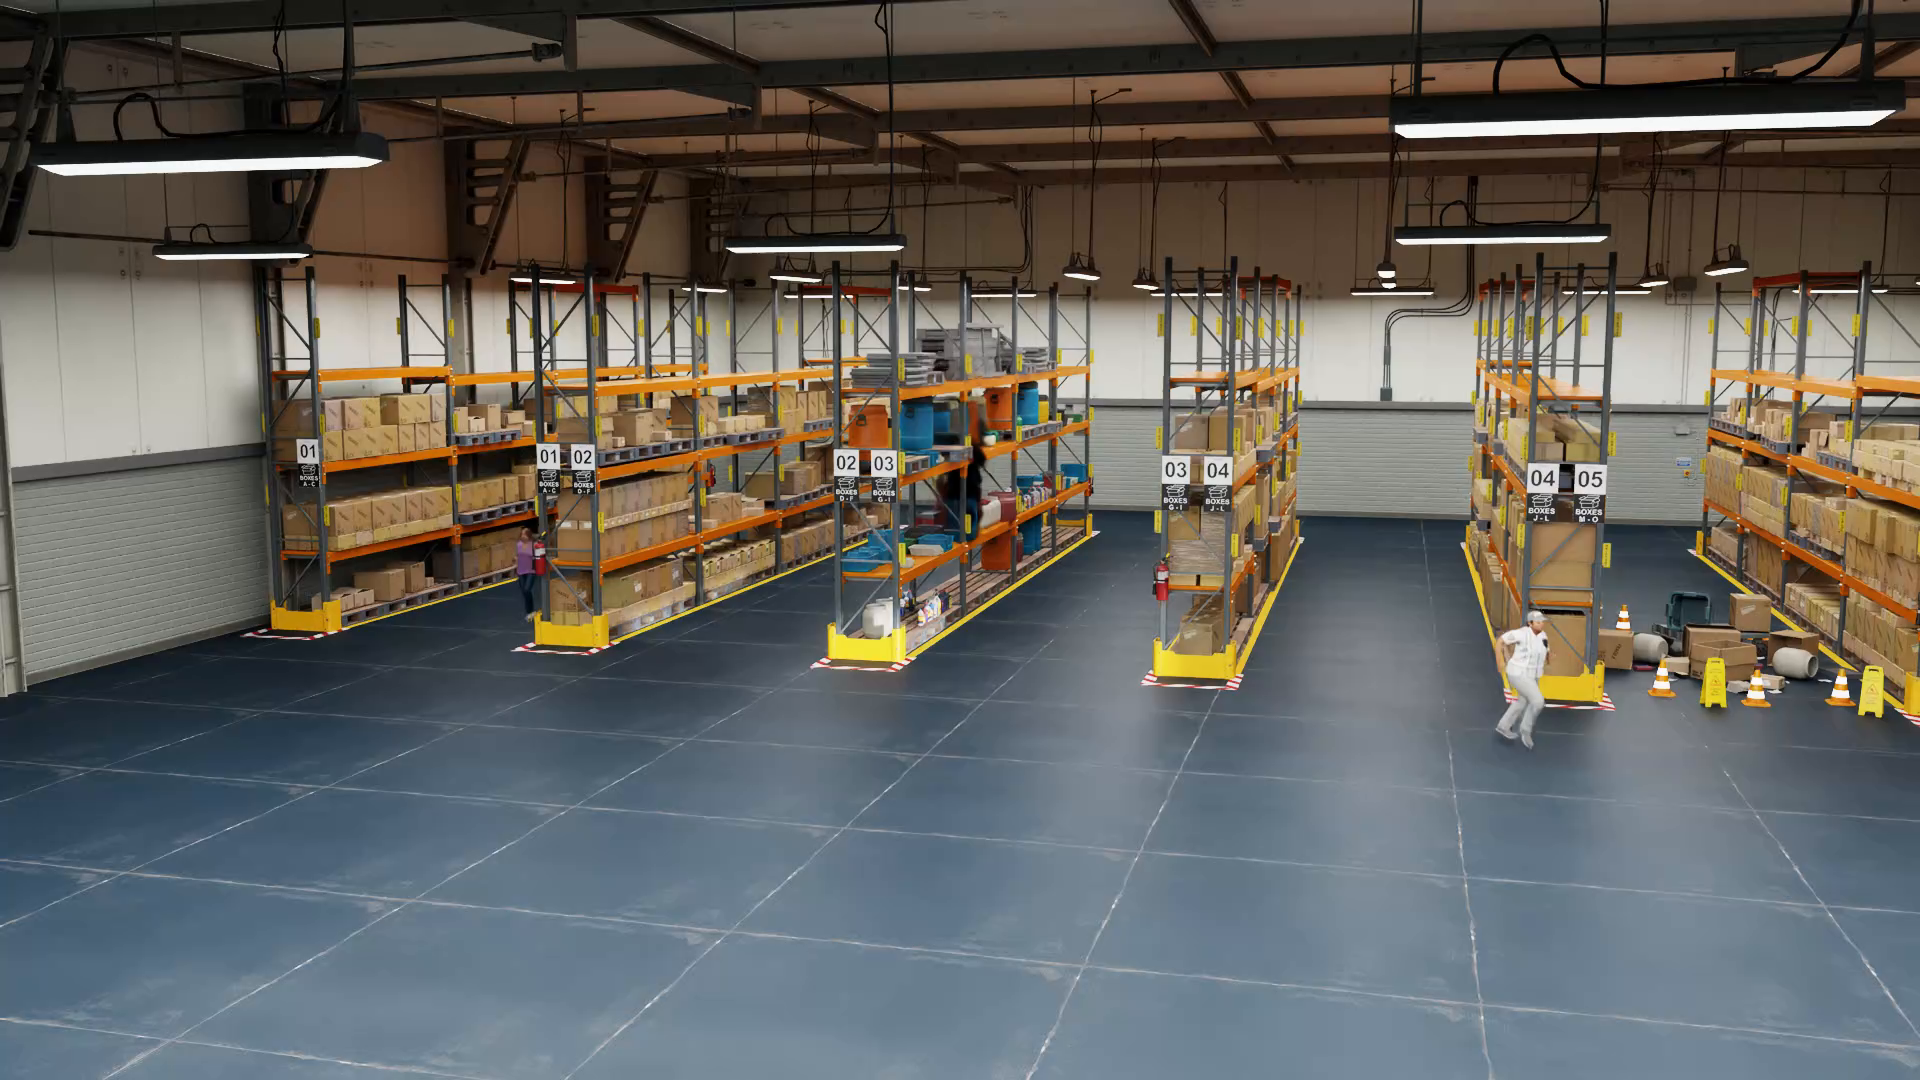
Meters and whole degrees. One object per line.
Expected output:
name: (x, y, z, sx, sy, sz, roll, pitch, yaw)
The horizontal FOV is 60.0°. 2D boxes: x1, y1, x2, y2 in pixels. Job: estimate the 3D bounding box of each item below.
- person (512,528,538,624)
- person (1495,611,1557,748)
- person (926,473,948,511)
person: (-7.412, 0.608, 28.467, 0.514, 1.631, 0.653, 1, 7, 11)
person: (6.794, 1.662, 20.001, 0.630, 1.653, 0.796, -4, 8, -31)
person: (-0.549, -1.168, 42.178, 0.908, 1.641, 0.603, 6, 10, 41)
